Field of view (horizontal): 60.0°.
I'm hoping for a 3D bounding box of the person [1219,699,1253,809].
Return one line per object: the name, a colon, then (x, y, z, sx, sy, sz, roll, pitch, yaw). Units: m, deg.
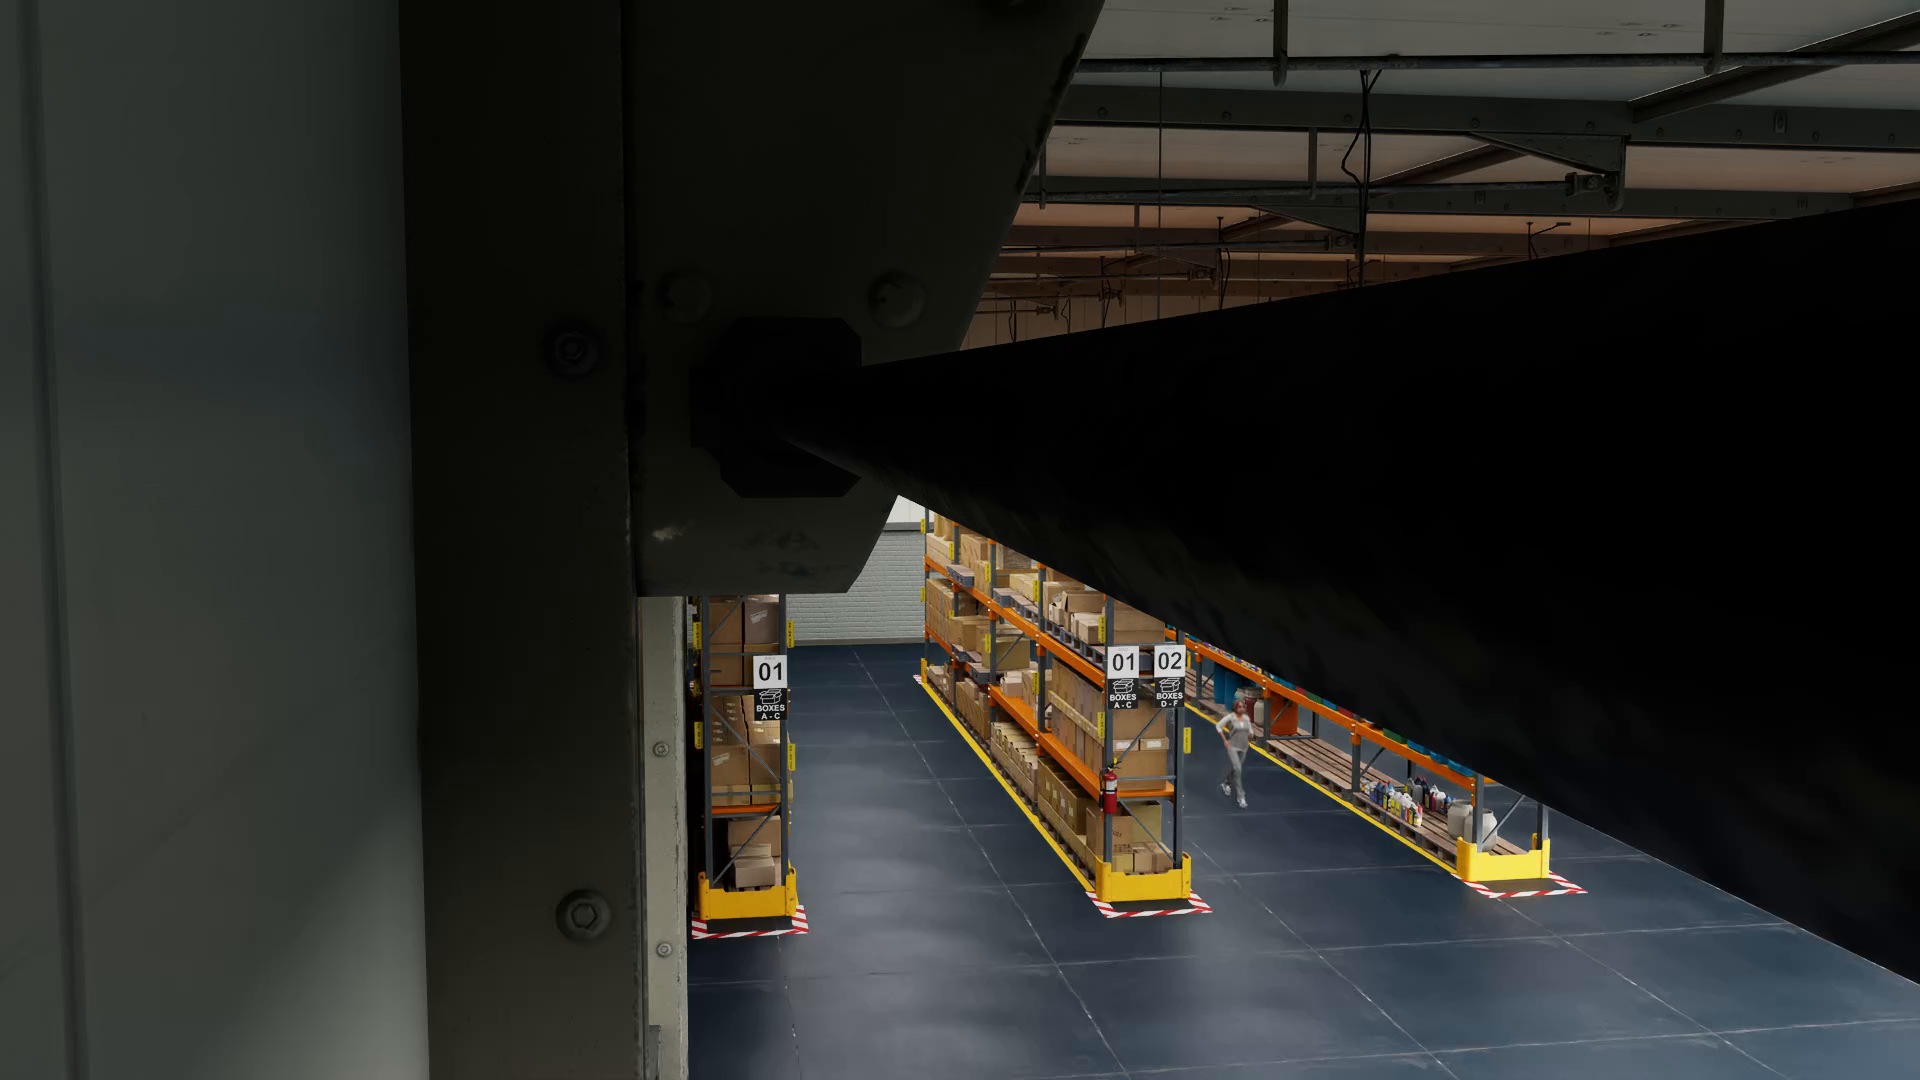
person: (4.263, 3.271, 25.705, 0.484, 1.610, 0.830, -2, 5, -23)
